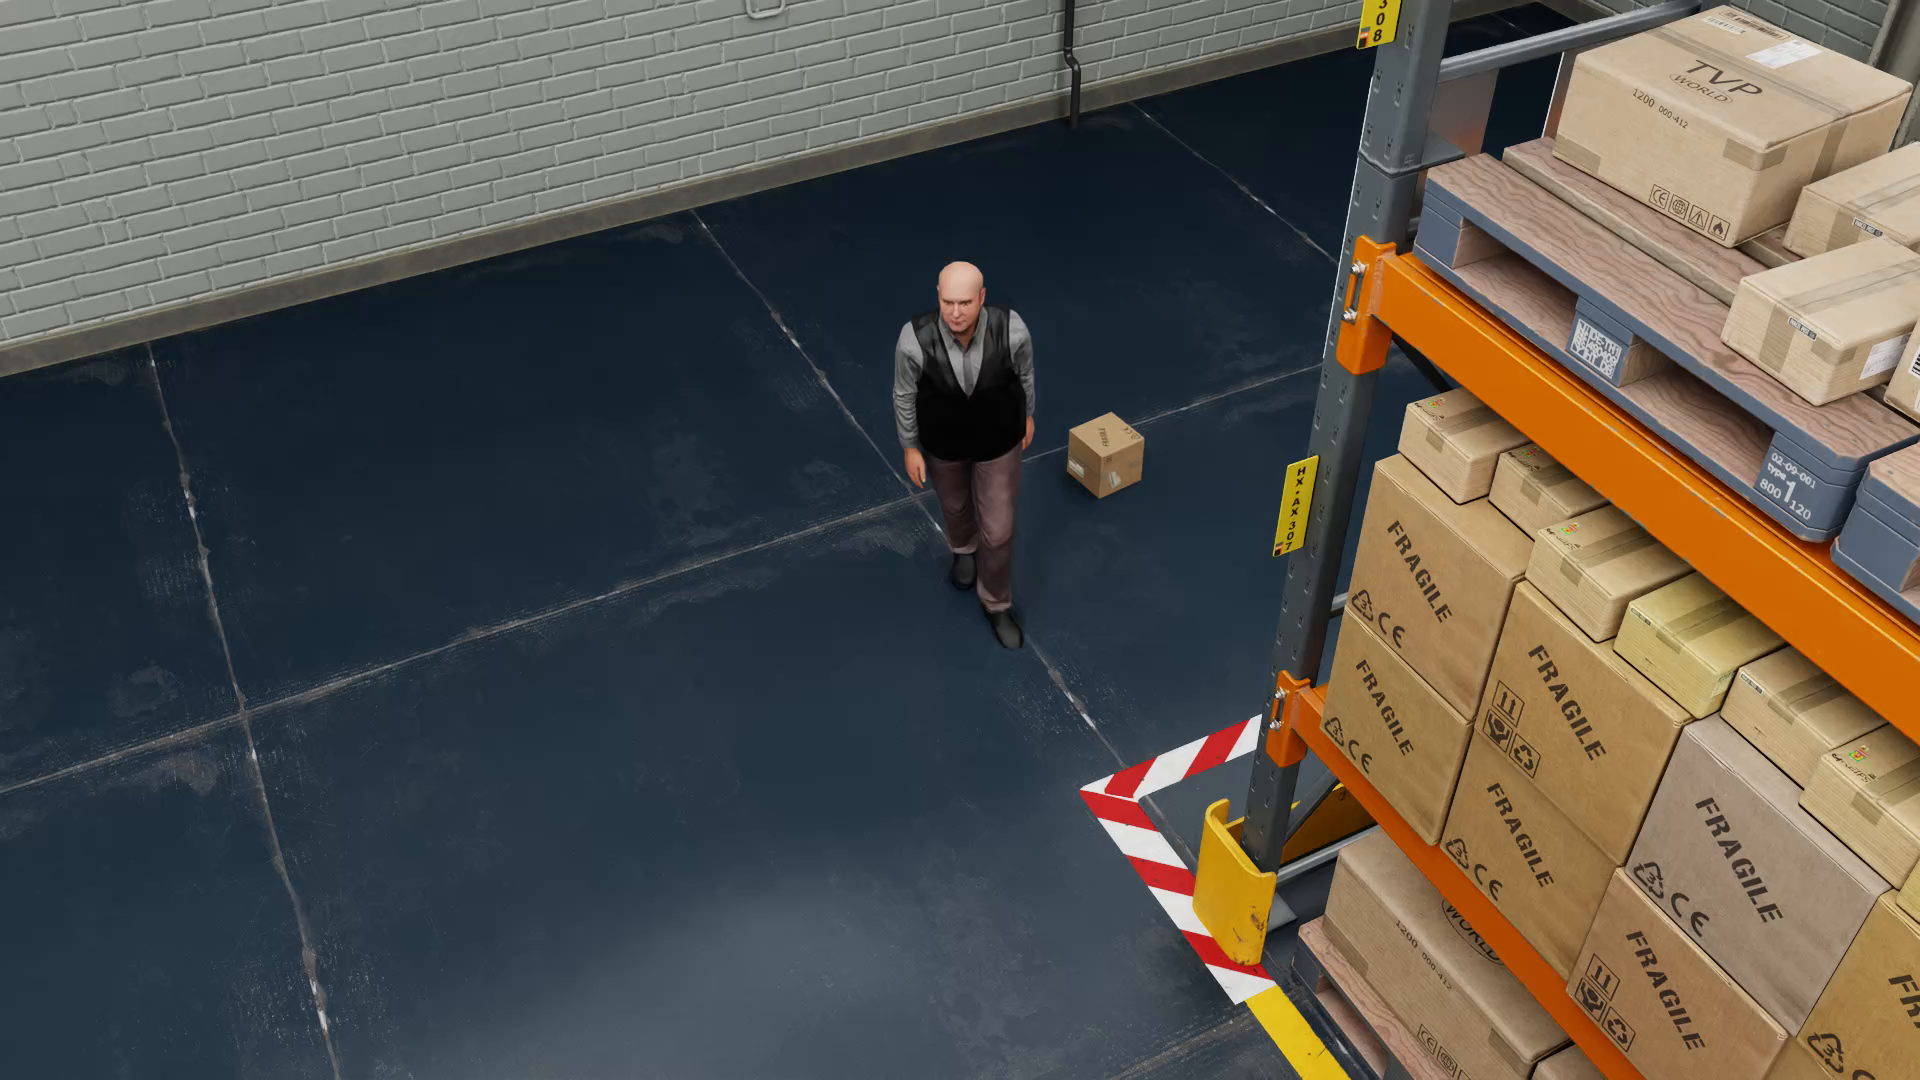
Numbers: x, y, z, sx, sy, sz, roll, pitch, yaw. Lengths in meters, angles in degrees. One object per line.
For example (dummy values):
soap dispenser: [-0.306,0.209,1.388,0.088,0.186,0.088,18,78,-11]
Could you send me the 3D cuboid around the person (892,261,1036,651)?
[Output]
person: [0.019,-0.387,6.645,0.556,1.758,0.633,2,41,2]
